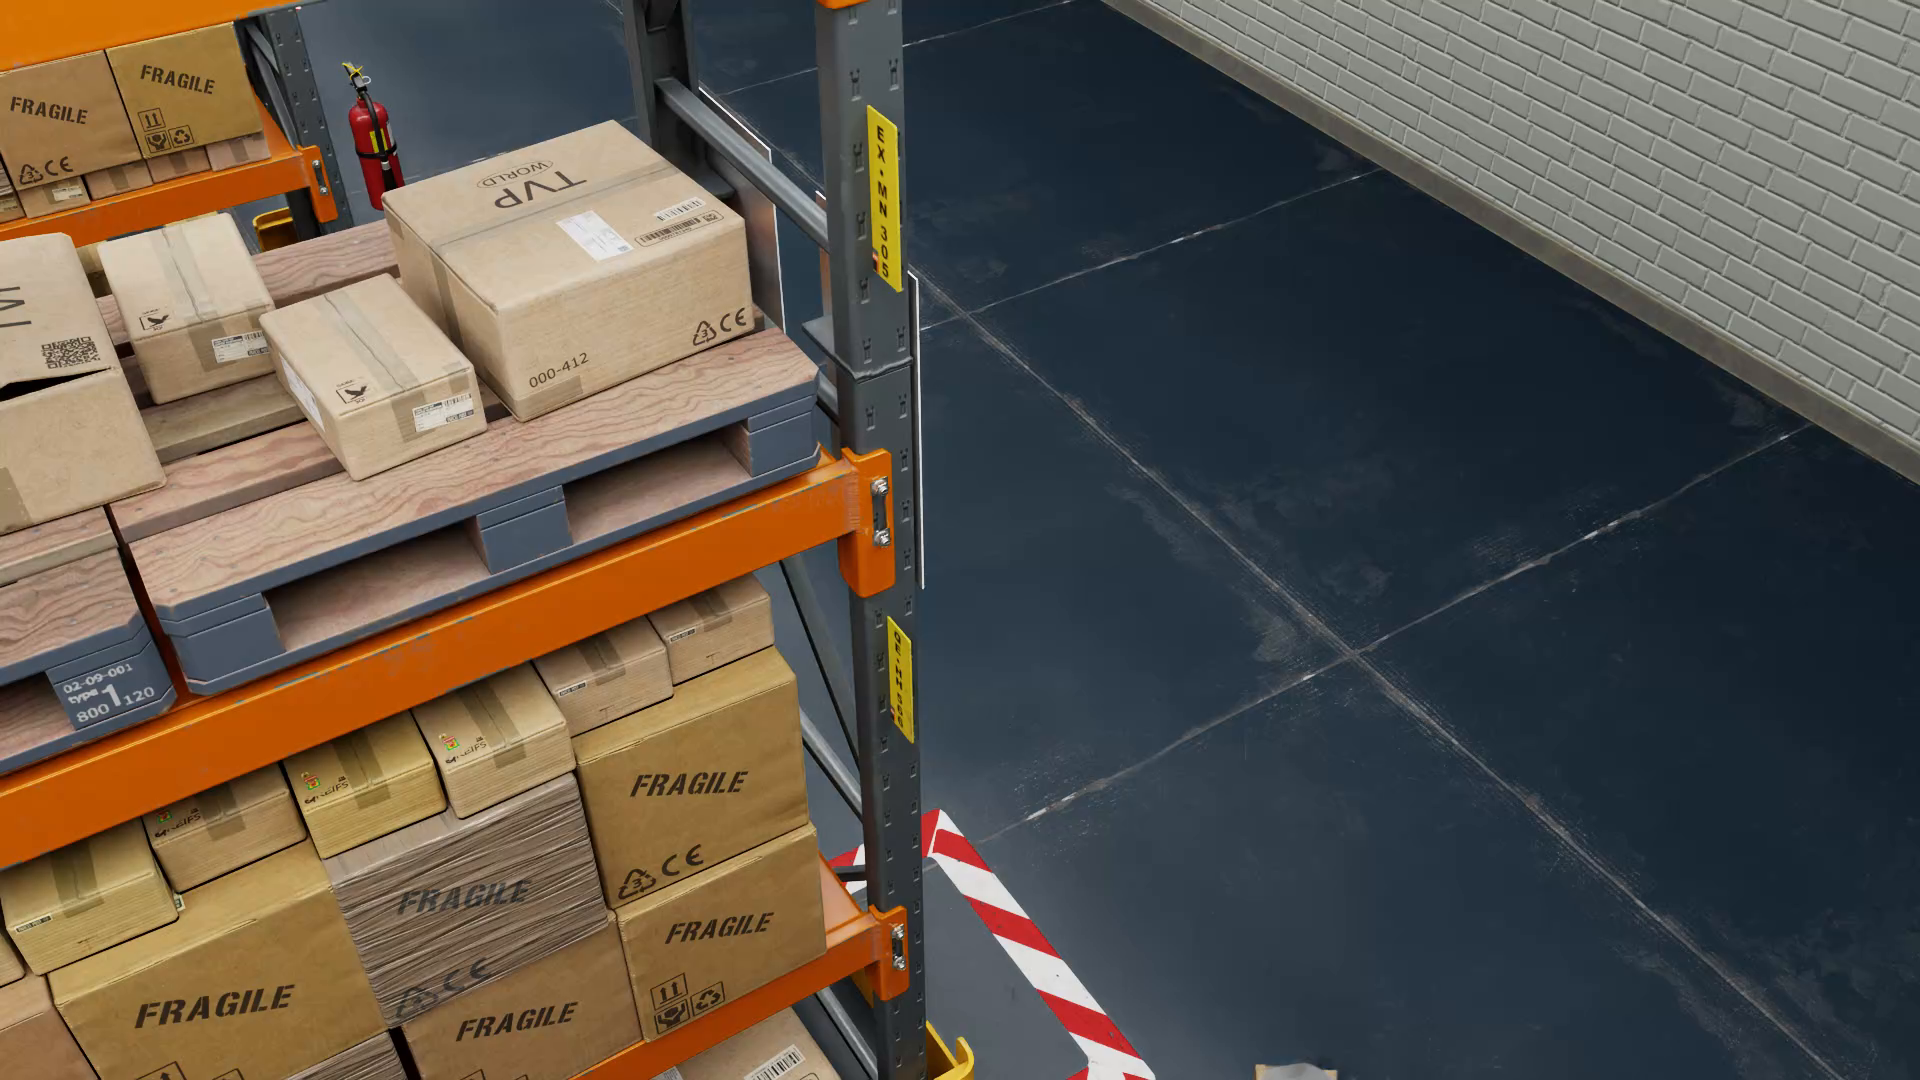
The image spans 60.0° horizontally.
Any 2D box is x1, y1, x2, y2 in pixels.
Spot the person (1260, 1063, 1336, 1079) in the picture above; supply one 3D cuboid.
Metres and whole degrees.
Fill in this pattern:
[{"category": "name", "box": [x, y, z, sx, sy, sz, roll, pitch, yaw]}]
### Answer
[{"category": "person", "box": [0.744, 1.841, 4.006, 0.530, 1.642, 0.879, 15, 43, 17]}]
